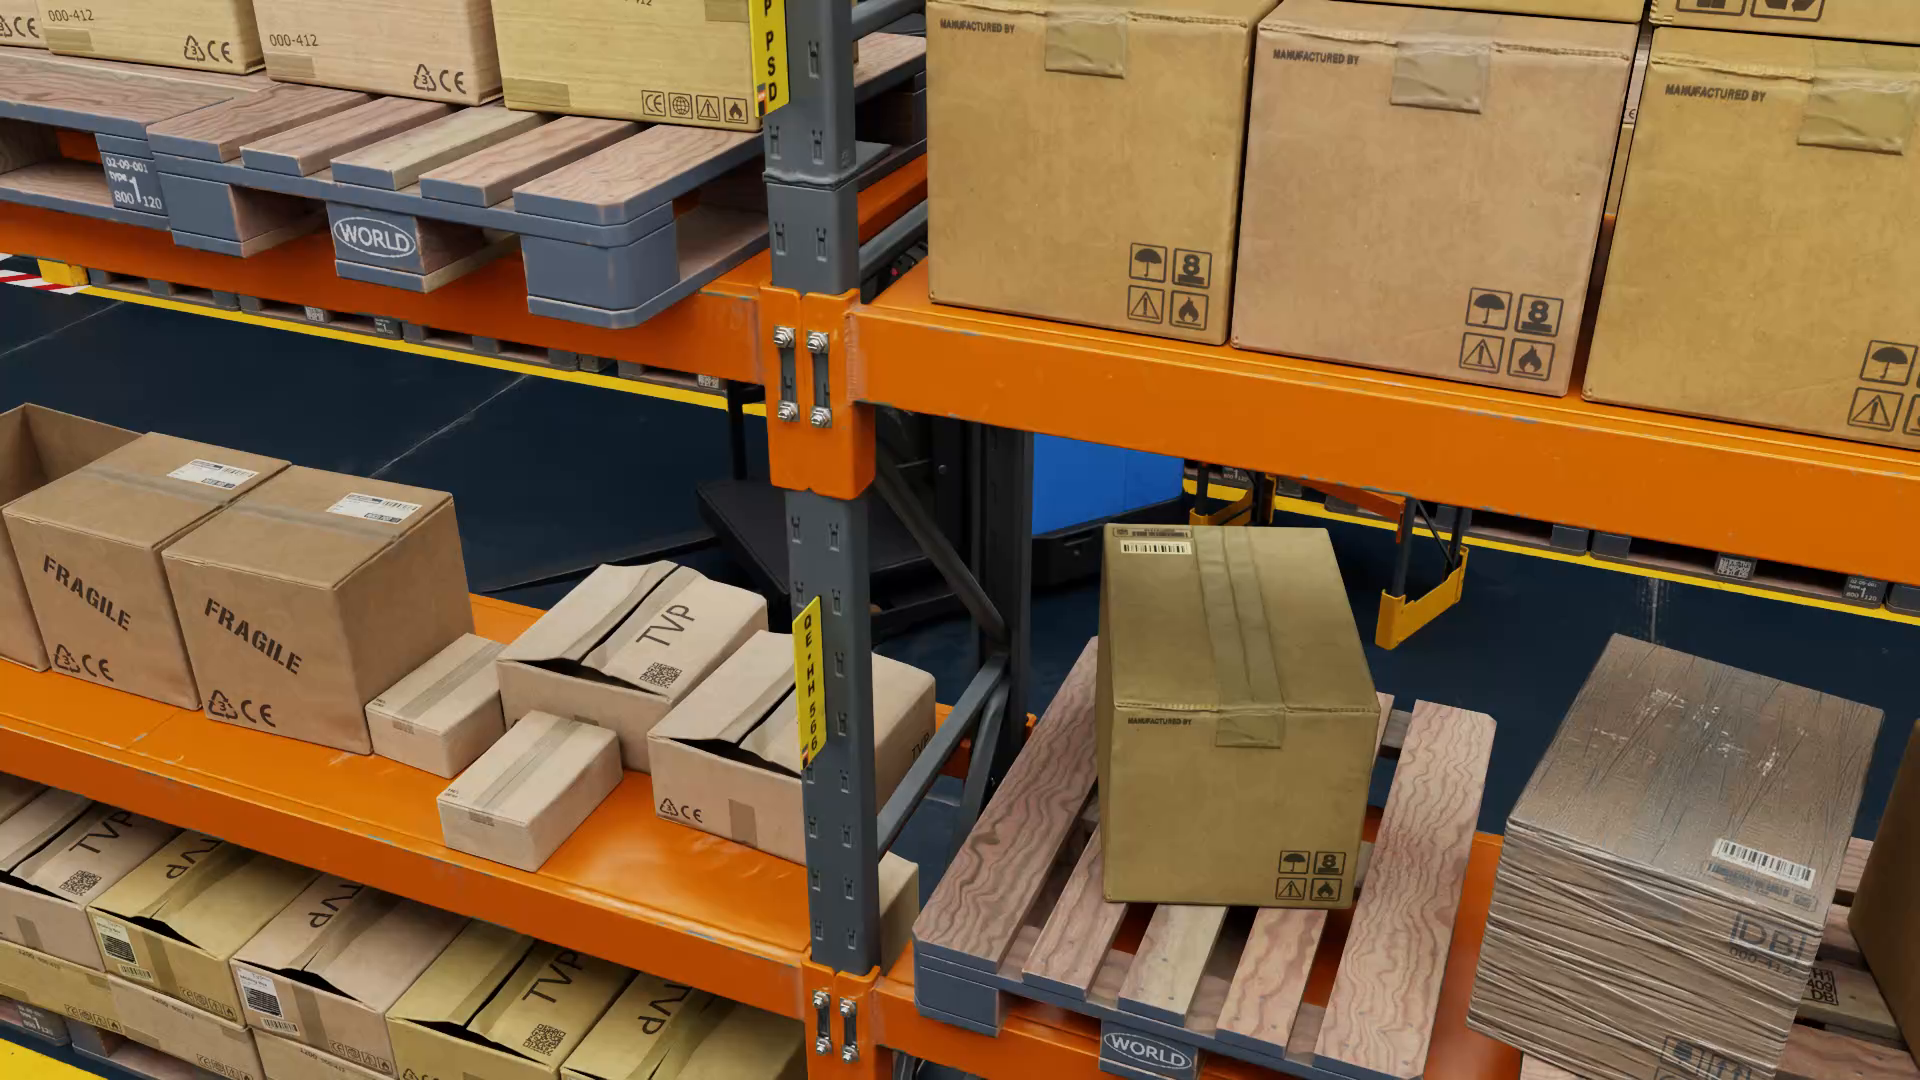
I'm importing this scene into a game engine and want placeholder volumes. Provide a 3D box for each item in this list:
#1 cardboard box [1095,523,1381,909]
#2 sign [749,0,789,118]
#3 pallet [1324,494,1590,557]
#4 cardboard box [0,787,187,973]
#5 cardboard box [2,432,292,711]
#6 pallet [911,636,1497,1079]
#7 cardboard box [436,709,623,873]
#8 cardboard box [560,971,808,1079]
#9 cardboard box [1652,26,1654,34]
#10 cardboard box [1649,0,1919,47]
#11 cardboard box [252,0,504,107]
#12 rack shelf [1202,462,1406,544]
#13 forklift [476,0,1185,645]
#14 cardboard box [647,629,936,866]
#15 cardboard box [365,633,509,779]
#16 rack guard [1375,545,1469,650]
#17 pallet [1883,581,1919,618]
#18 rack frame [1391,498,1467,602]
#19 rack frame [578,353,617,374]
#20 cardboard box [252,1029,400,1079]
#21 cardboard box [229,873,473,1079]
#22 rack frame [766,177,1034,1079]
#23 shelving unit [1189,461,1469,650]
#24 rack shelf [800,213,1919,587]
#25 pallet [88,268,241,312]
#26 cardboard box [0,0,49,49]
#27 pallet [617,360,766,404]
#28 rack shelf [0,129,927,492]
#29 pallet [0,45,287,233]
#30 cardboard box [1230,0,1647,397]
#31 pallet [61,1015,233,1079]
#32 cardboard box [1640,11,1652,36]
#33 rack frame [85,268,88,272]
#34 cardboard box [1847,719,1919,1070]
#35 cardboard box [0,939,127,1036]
[{"bbox_3d":[0.556,0.355,3.546,0.500,0.500,0.700,1,30,2],"label":"cardboard box"},{"bbox_3d":[-0.286,-0.798,2.459,0.005,0.325,0.100,11,31,19],"label":"sign"},{"bbox_3d":[2.491,-0.349,8.154,1.213,0.211,1.003,11,31,19],"label":"pallet"},{"bbox_3d":[-2.545,0.926,4.861,0.500,0.311,0.500,10,31,17],"label":"cardboard box"},{"bbox_3d":[-2.119,0.072,4.473,0.500,0.500,0.500,11,31,19],"label":"cardboard box"},{"bbox_3d":[0.585,0.693,3.671,1.003,0.211,1.213,11,31,19],"label":"pallet"},{"bbox_3d":[-1.007,0.585,3.922,0.250,0.149,0.380,11,31,19],"label":"cardboard box"},{"bbox_3d":[-0.648,1.301,4.197,0.500,0.311,0.500,12,32,20],"label":"cardboard box"},{"bbox_3d":[3.260,-2.092,7.217,0.500,0.250,0.500,10,31,18],"label":"cardboard box"},{"bbox_3d":[1.277,-0.997,2.299,0.500,0.500,0.500,11,31,19],"label":"cardboard box"},{"bbox_3d":[-1.004,-1.055,3.245,0.500,0.250,0.500,12,32,20],"label":"cardboard box"},{"bbox_3d":[1.606,-0.326,7.168,1.000,0.185,0.538,26,38,38],"label":"rack shelf"},{"bbox_3d":[-0.529,-1.089,6.699,3.031,2.935,1.130,-14,33,-24],"label":"forklift"},{"bbox_3d":[-0.390,0.467,3.965,0.500,0.311,0.500,13,32,22],"label":"cardboard box"},{"bbox_3d":[-1.273,0.415,4.223,0.250,0.149,0.380,14,32,23],"label":"cardboard box"},{"bbox_3d":[1.968,0.236,7.078,0.087,0.250,0.587,26,38,38],"label":"rack guard"},{"bbox_3d":[4.752,0.102,7.355,1.213,0.211,1.003,11,31,19],"label":"pallet"},{"bbox_3d":[1.969,-0.307,6.769,0.032,1.500,0.500,26,38,38],"label":"rack frame"},{"bbox_3d":[-1.917,-2.484,9.096,0.127,3.000,1.000,11,31,19],"label":"rack frame"},{"bbox_3d":[-1.593,1.356,4.671,0.500,0.250,0.500,12,32,20],"label":"cardboard box"},{"bbox_3d":[-1.598,1.113,4.529,0.500,0.311,0.500,11,31,19],"label":"cardboard box"},{"bbox_3d":[-0.070,0.516,3.789,0.127,3.000,1.000,11,31,19],"label":"rack frame"},{"bbox_3d":[1.613,-0.480,7.074,1.083,1.500,0.587,26,38,38],"label":"shelving unit"},{"bbox_3d":[1.783,-0.107,2.573,4.000,0.370,1.077,11,31,19],"label":"rack shelf"},{"bbox_3d":[-4.814,-1.829,10.772,1.213,0.211,1.003,11,31,19],"label":"pallet"},{"bbox_3d":[-2.028,-1.266,3.619,0.500,0.250,0.500,9,31,15],"label":"cardboard box"},{"bbox_3d":[-1.195,-1.126,9.528,1.213,0.211,1.003,11,31,19],"label":"pallet"},{"bbox_3d":[-1.923,-0.847,3.883,4.000,0.370,1.077,11,31,19],"label":"rack shelf"},{"bbox_3d":[-1.770,-0.998,3.611,1.213,0.211,1.003,13,32,21],"label":"pallet"},{"bbox_3d":[0.820,-0.674,2.744,0.500,0.500,0.910,11,31,19],"label":"cardboard box"},{"bbox_3d":[-1.945,1.333,5.177,1.213,0.211,1.003,11,31,19],"label":"pallet"},{"bbox_3d":[2.786,-2.189,7.388,0.500,0.250,0.500,10,31,17],"label":"cardboard box"},{"bbox_3d":[-5.624,-3.224,10.405,0.127,3.000,1.000,11,31,19],"label":"rack frame"},{"bbox_3d":[1.976,0.731,2.880,0.500,0.500,0.700,4,30,6],"label":"cardboard box"},{"bbox_3d":[-2.542,1.167,5.004,0.500,0.250,0.500,10,31,18],"label":"cardboard box"}]
